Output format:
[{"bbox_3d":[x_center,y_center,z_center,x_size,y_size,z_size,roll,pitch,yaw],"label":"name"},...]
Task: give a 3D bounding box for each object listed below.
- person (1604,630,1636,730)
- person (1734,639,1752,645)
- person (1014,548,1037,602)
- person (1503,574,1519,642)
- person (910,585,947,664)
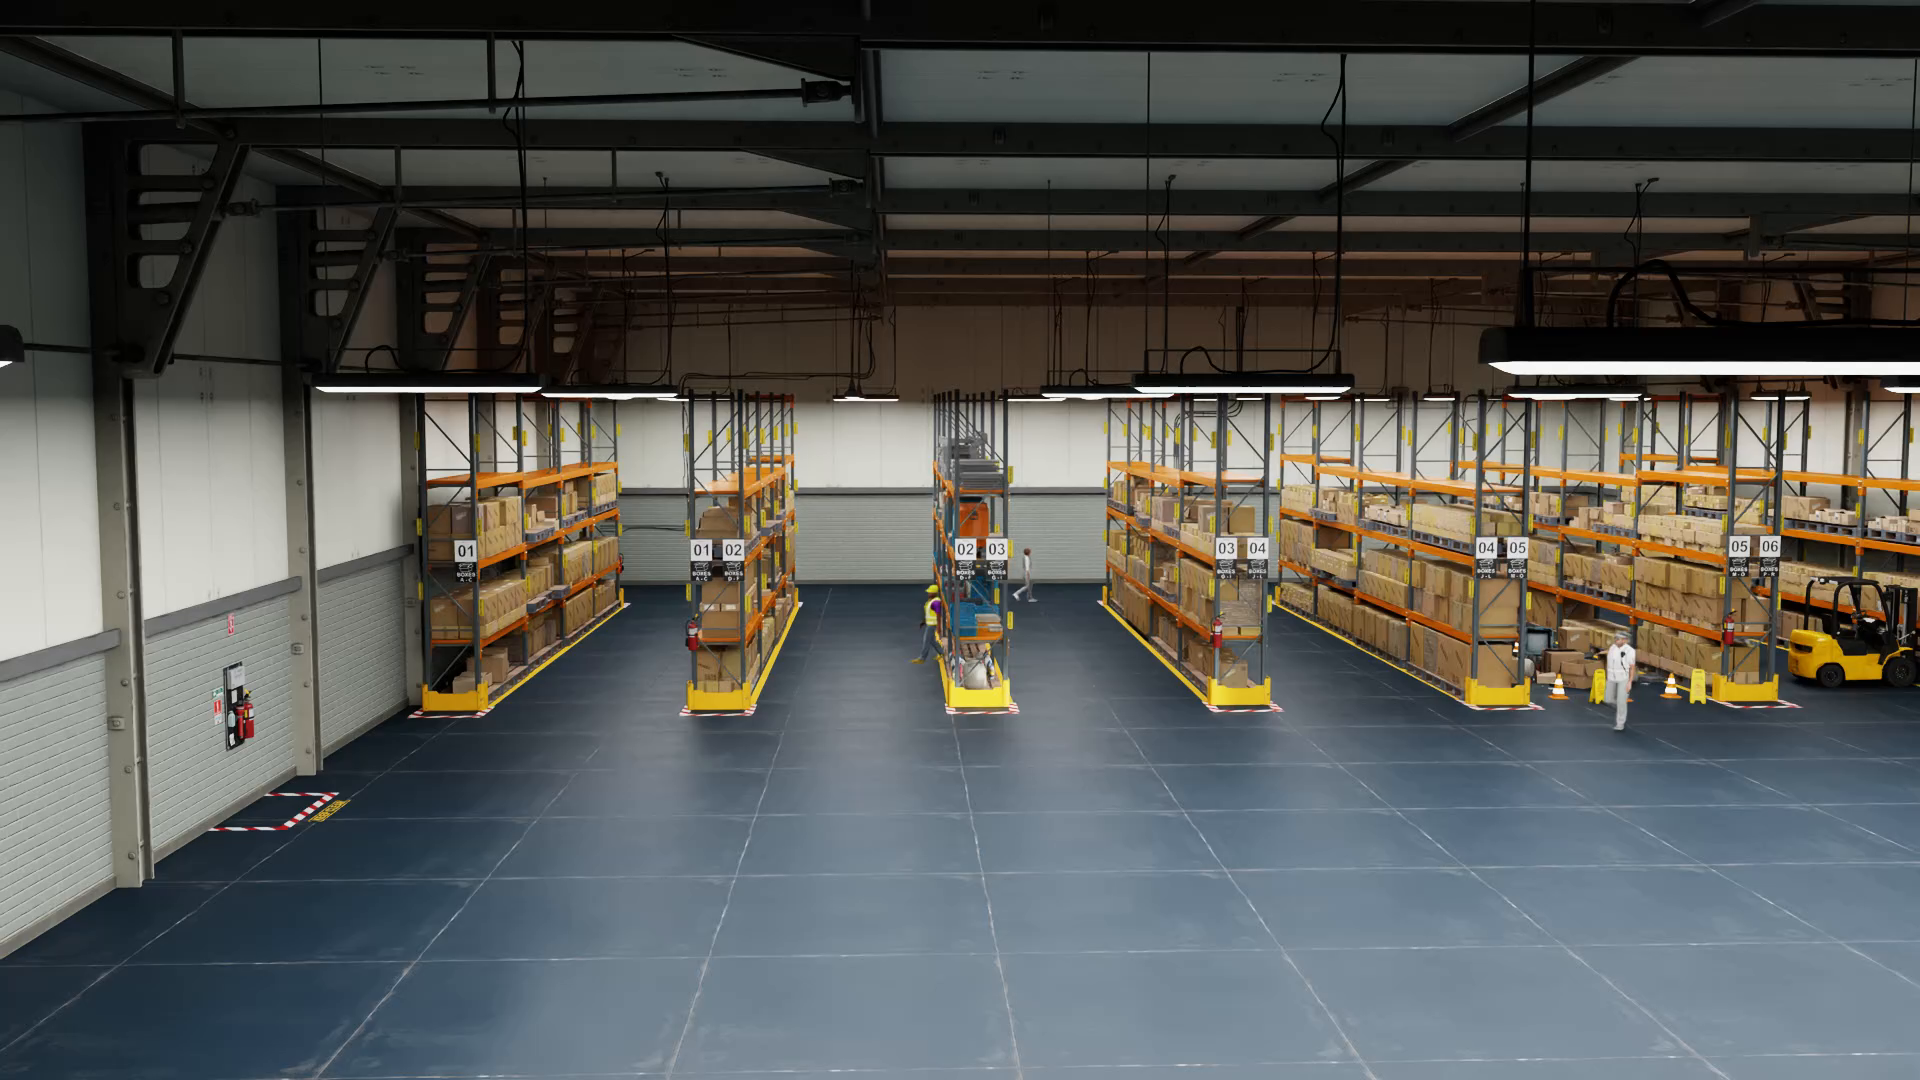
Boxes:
[{"bbox_3d":[11.653,2.438,29.276,0.527,1.753,0.635,5,7,45],"label":"person"},{"bbox_3d":[17.566,1.799,37.257,0.521,1.777,0.542,-2,5,-18],"label":"person"},{"bbox_3d":[1.899,1.012,47.966,0.707,1.579,0.457,0,5,-4],"label":"person"},{"bbox_3d":[13.279,1.572,40.029,0.610,1.789,0.485,-3,5,-31],"label":"person"},{"bbox_3d":[-0.686,1.849,36.533,0.822,1.742,0.589,0,5,-4],"label":"person"}]
